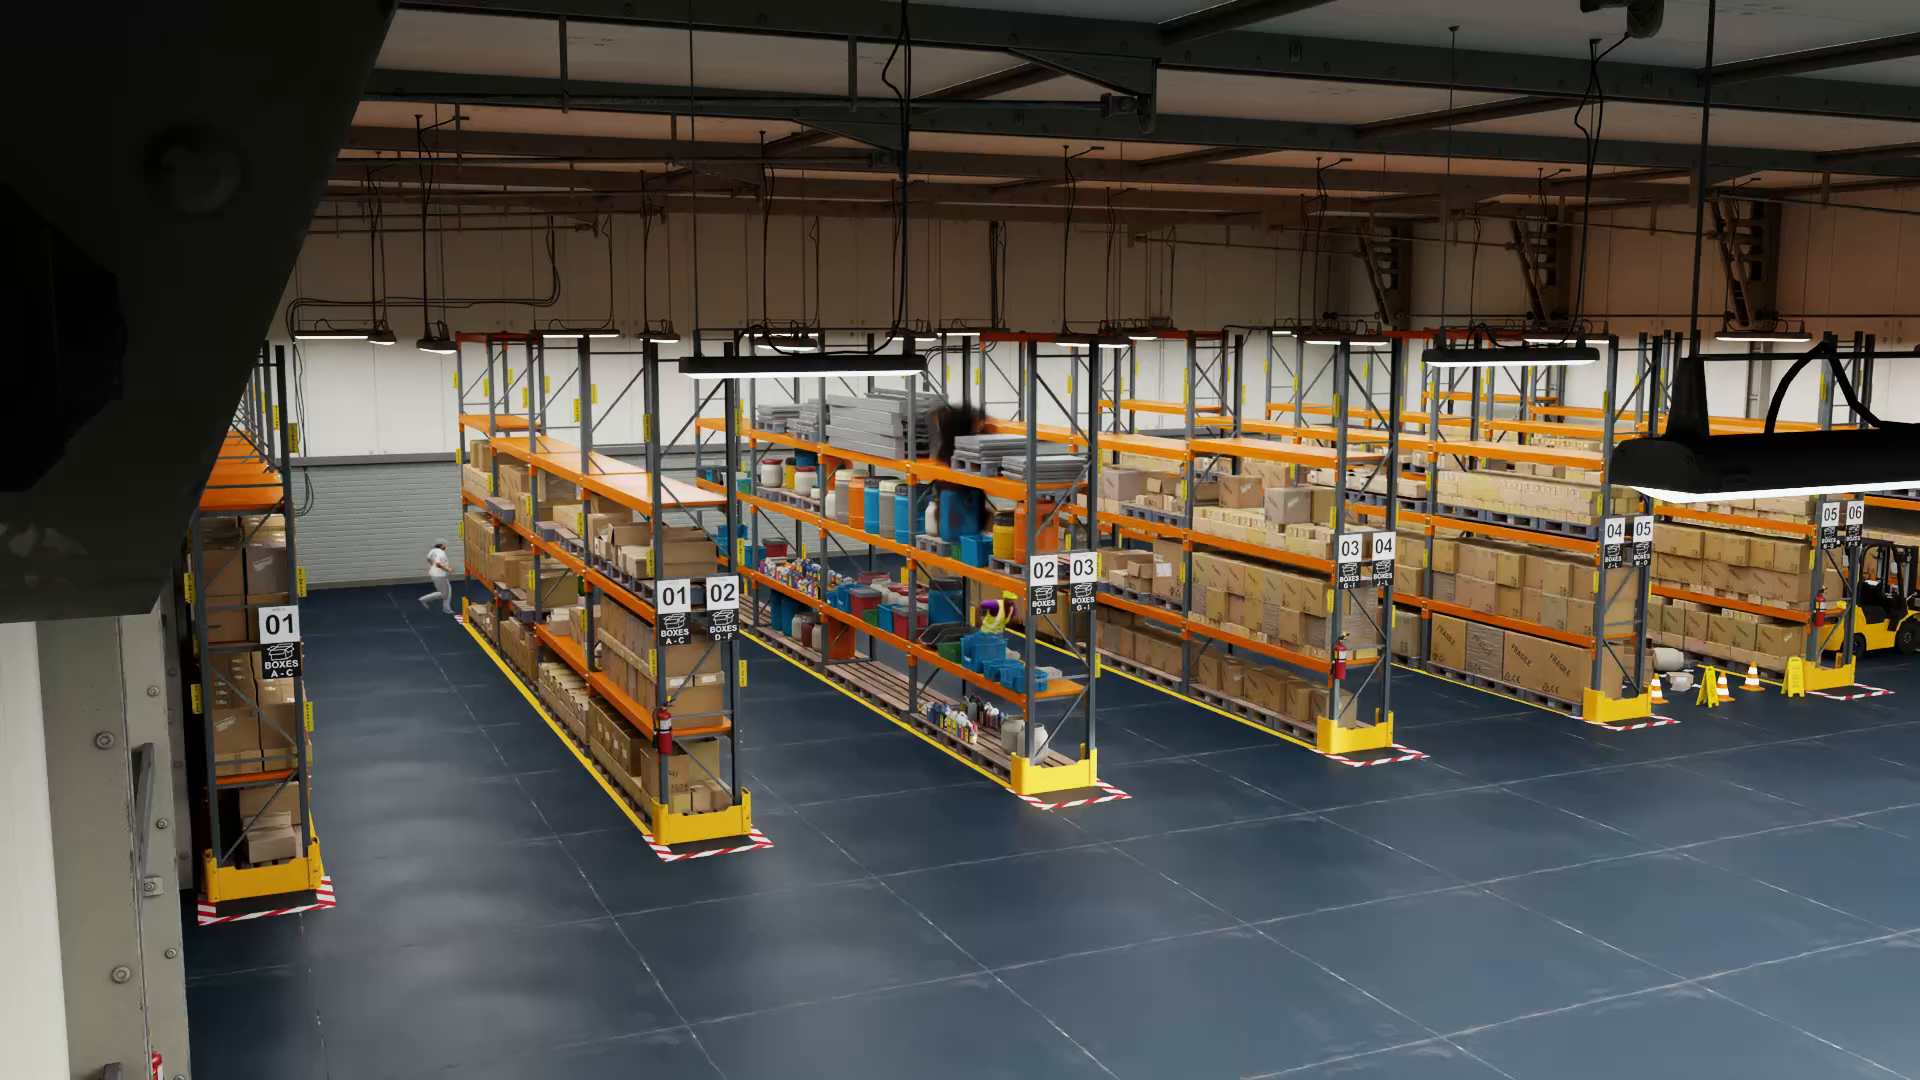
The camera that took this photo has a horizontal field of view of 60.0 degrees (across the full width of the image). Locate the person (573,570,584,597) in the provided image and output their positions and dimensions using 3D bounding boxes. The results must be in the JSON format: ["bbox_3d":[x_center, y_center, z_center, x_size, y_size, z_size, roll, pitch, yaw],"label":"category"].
[{"bbox_3d":[-8.079,0.727,35.247,0.632,1.747,0.719,6,10,39],"label":"person"}]

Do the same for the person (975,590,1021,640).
[{"bbox_3d":[0.566,1.615,27.936,0.967,1.681,0.737,7,10,41],"label":"person"}]

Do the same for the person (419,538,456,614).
[{"bbox_3d":[-11.138,0.790,35.342,0.786,1.658,0.632,-5,9,-31],"label":"person"}]
